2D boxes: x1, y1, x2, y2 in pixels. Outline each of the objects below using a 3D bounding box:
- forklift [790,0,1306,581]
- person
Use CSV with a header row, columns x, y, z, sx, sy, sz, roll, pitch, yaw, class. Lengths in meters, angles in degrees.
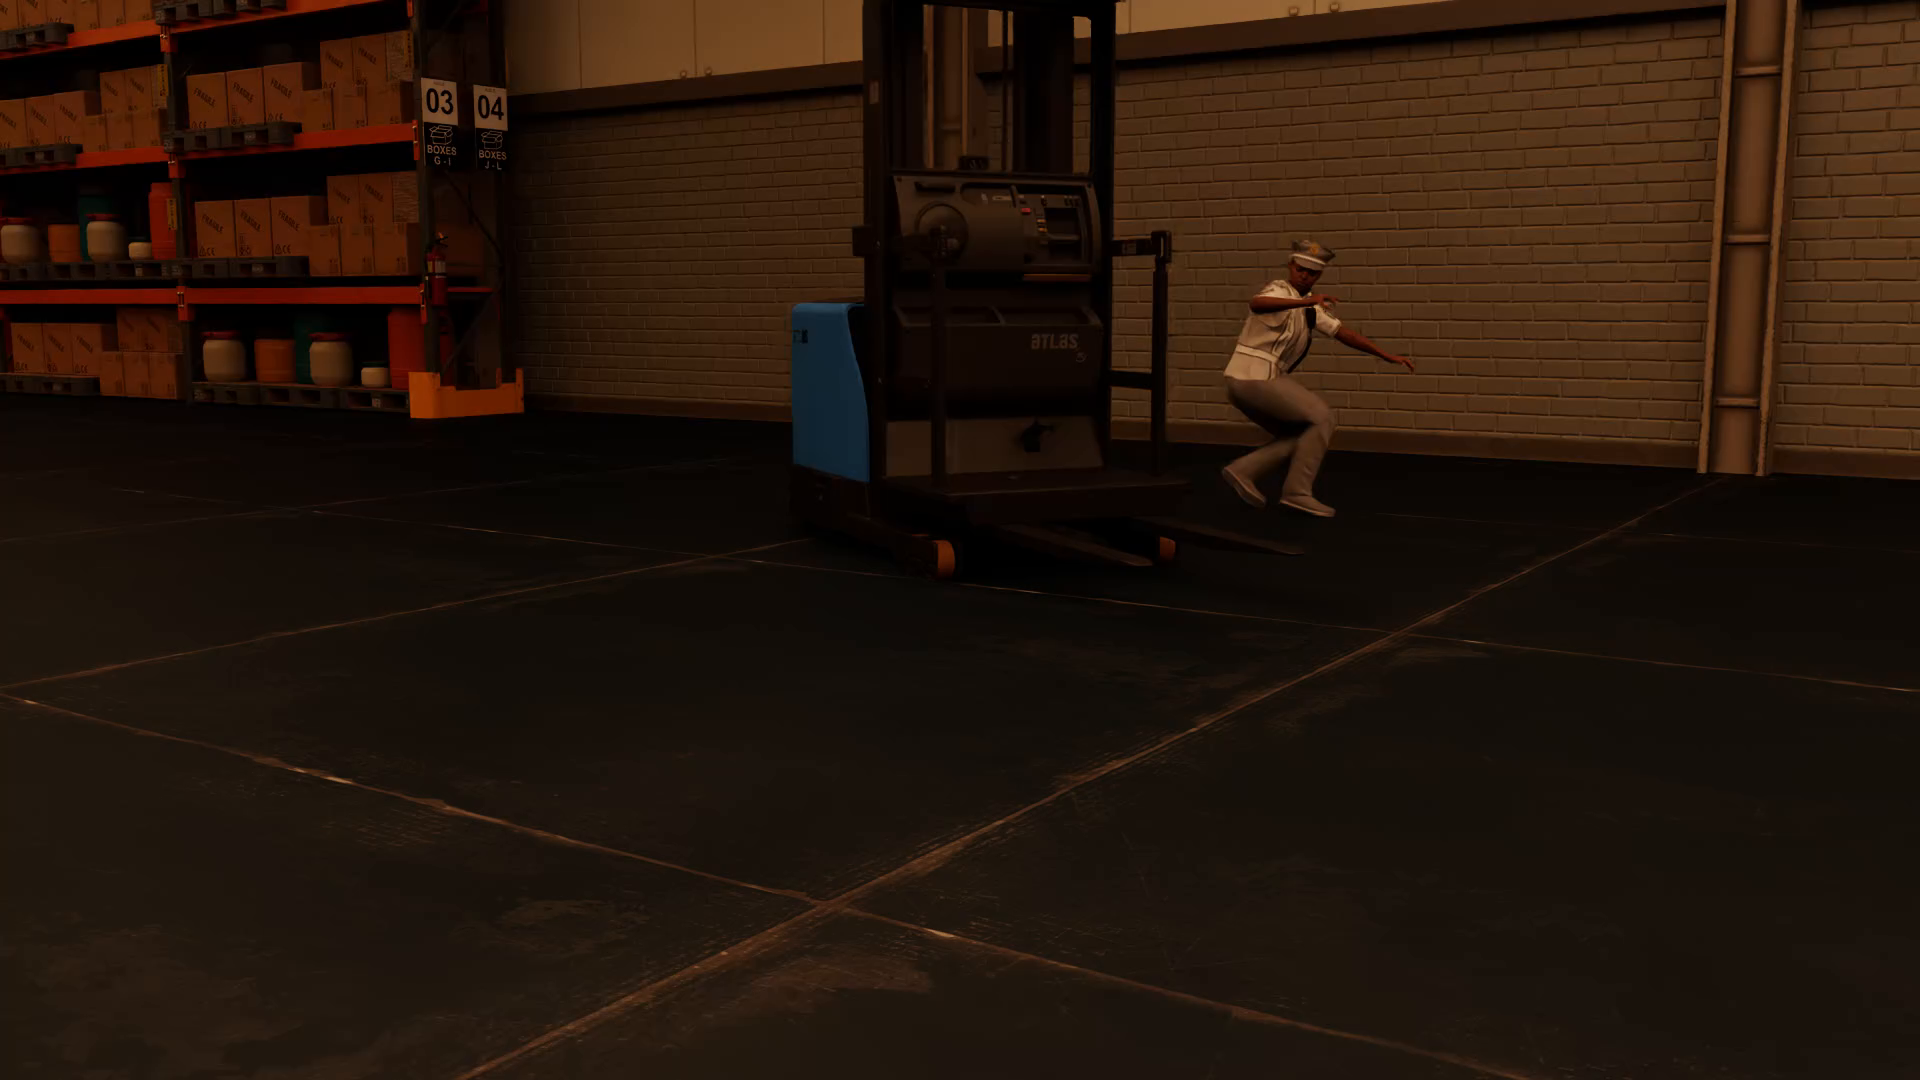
x,y,z,sx,sy,sz,roll,pitch,yaw,class
0.255,-1.359,6.751,1.130,2.935,3.031,-4,9,-24,forklift
1.816,-0.819,8.461,0.972,1.396,0.690,2,8,13,person
